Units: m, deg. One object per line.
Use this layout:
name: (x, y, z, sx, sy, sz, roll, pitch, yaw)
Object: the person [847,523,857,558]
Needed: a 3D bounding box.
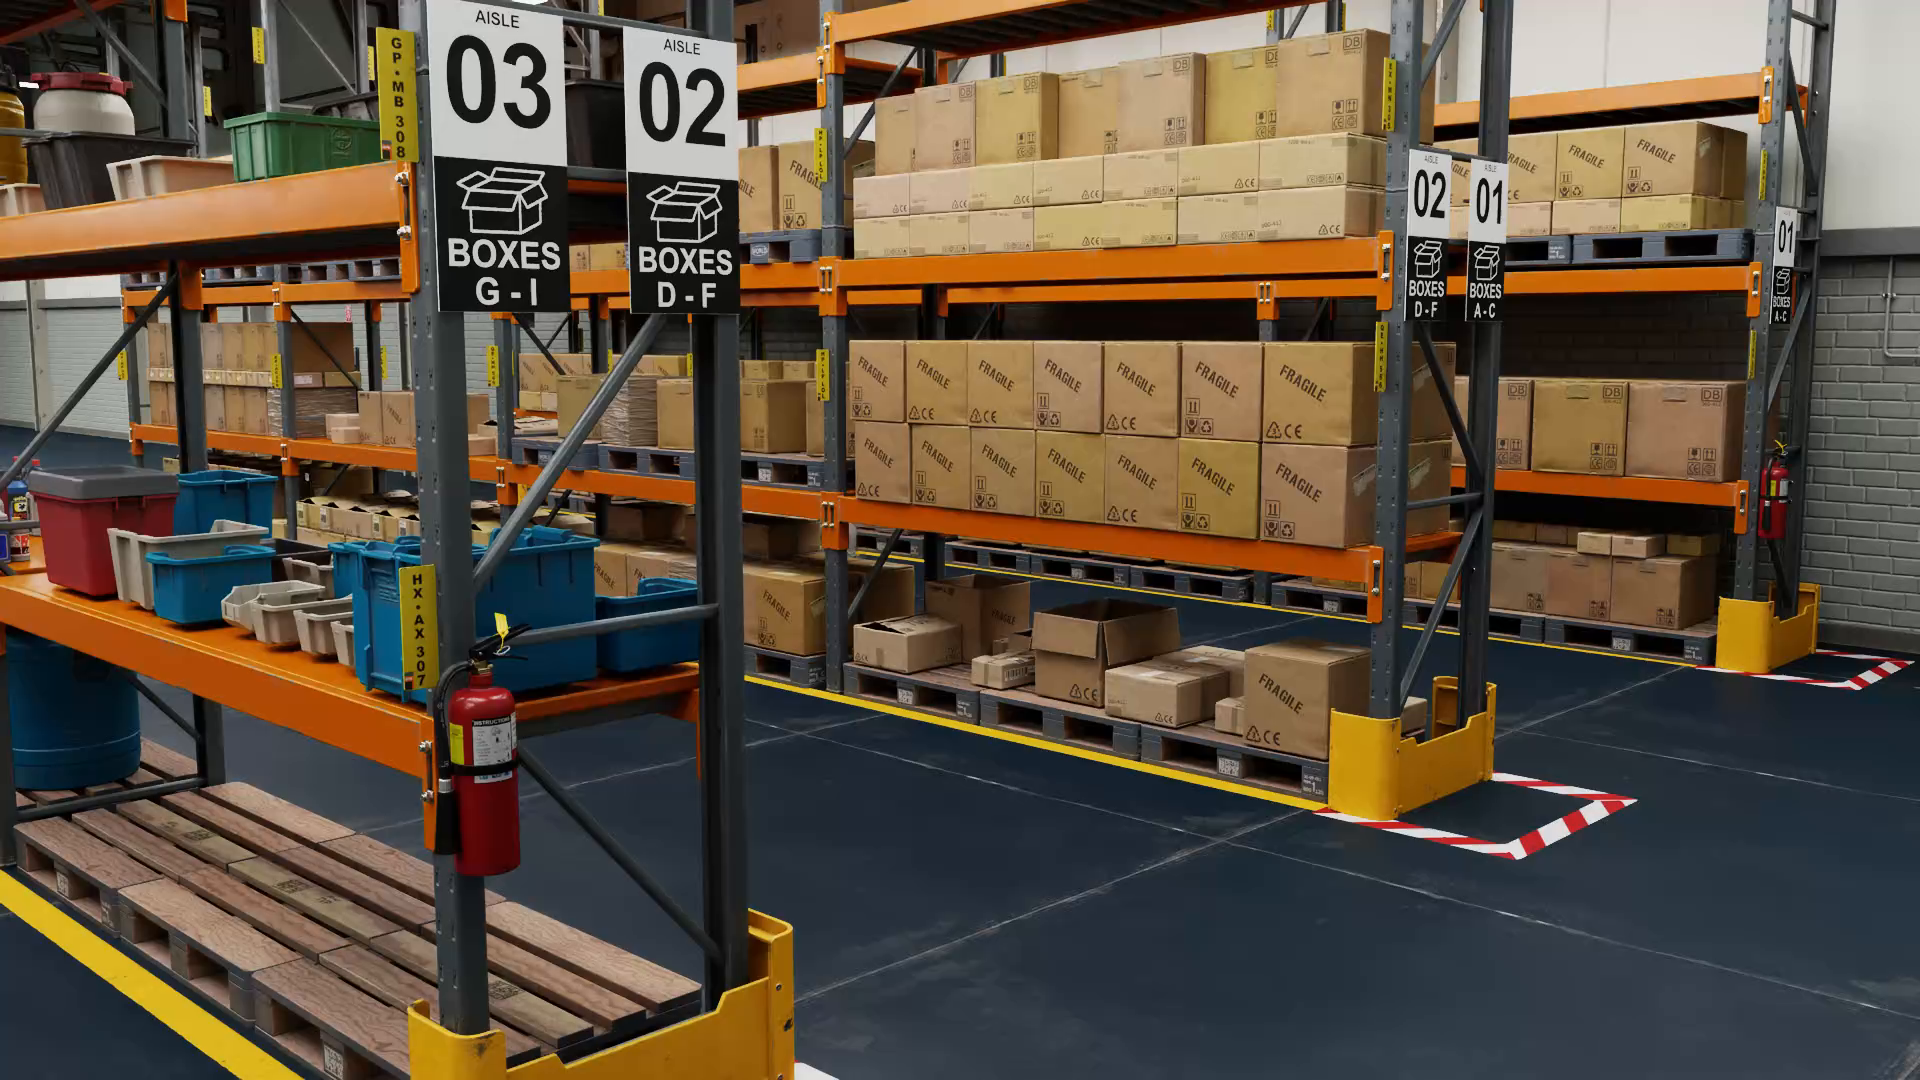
person: (-1.242, -0.581, 16.770, 0.461, 1.692, 0.370, -4, 8, -28)
